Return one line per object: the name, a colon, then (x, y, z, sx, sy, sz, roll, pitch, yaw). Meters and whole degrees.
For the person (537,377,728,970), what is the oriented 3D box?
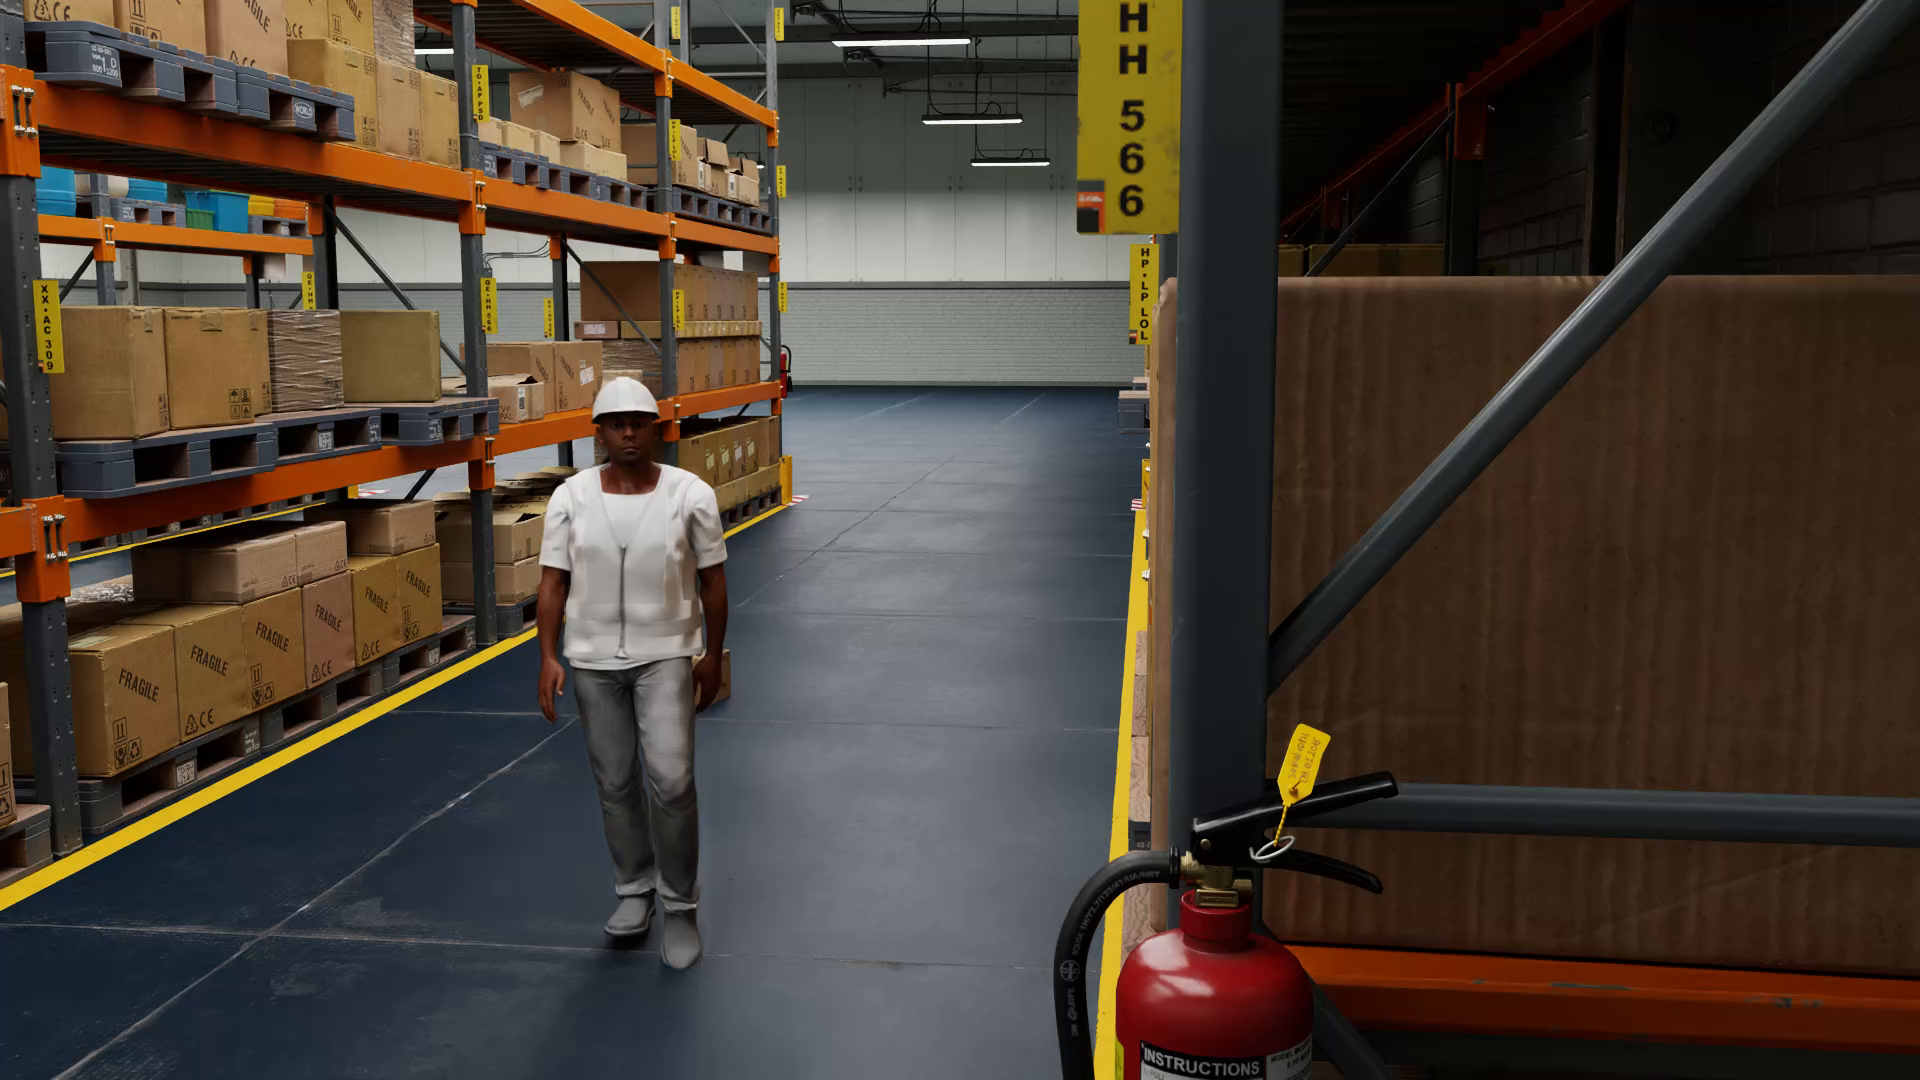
person: (-1.017, 0.407, 5.144, 0.564, 1.812, 0.497, 0, 8, 1)
